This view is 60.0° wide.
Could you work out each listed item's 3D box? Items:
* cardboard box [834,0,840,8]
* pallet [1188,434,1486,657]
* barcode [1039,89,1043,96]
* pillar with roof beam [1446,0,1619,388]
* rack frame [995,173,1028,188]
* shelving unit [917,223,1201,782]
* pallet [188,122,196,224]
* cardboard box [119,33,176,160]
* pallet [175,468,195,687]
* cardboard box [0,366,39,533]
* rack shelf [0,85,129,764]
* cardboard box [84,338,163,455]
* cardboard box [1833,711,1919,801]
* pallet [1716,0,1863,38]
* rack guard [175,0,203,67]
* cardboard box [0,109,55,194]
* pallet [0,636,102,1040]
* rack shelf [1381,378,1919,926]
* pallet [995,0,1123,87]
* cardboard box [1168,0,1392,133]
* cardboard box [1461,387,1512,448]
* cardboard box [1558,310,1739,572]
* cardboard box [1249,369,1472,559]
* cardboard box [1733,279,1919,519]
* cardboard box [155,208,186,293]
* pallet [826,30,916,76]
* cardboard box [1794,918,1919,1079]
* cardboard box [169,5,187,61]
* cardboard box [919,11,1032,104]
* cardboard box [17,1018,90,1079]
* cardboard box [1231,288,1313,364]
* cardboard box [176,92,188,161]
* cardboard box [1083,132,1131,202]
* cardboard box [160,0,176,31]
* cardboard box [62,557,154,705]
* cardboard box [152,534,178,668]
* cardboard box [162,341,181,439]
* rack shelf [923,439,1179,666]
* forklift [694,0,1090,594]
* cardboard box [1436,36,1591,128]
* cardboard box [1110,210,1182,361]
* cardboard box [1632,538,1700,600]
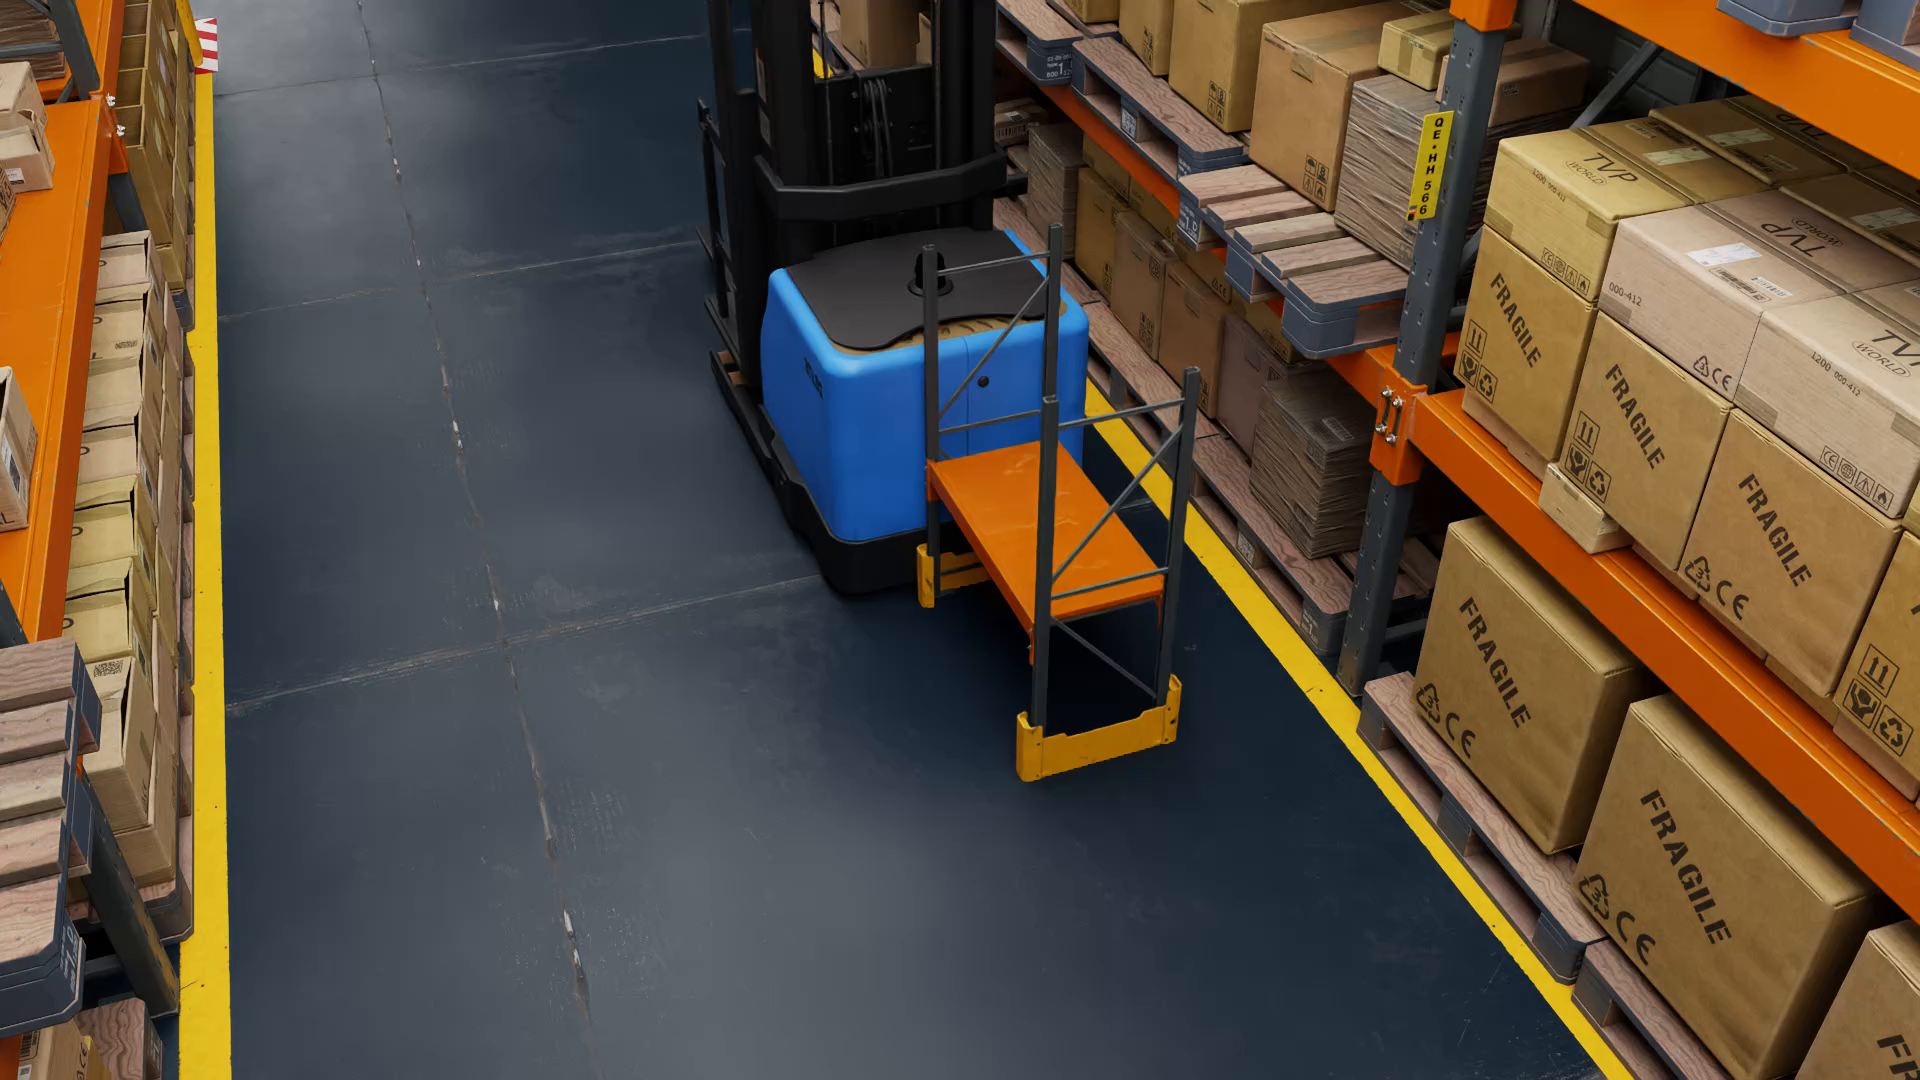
[{"bbox_3d":[-0.542,-3.650,10.972,0.500,0.311,0.500,-9,38,-12],"label":"cardboard box"},{"bbox_3d":[1.594,-0.088,6.692,1.003,0.211,1.213,-12,39,-16],"label":"pallet"},{"bbox_3d":[0.474,-2.628,9.690,0.001,0.075,0.075,-12,39,-16],"label":"barcode"},{"bbox_3d":[-1.816,-3.179,3.491,9.100,9.000,0.400,-12,39,-16],"label":"pillar with roof beam"},{"bbox_3d":[0.485,-3.020,8.266,1.000,3.000,0.127,-12,39,-16],"label":"rack frame"},{"bbox_3d":[0.297,-0.137,5.685,0.587,1.500,1.083,-13,39,-17],"label":"shelving unit"},{"bbox_3d":[-4.823,-2.027,9.265,1.003,0.211,1.213,-12,39,-16],"label":"pallet"},{"bbox_3d":[-4.375,-2.253,8.561,0.500,0.500,0.500,-12,39,-16],"label":"cardboard box"},{"bbox_3d":[-3.452,0.220,6.283,1.003,0.211,1.213,-12,39,-16],"label":"pallet"},{"bbox_3d":[-2.915,-0.242,4.653,0.500,0.311,0.500,-13,39,-16],"label":"cardboard box"},{"bbox_3d":[-3.477,-0.575,5.618,1.077,0.370,4.000,-12,39,-16],"label":"rack shelf"},{"bbox_3d":[-3.402,-0.541,6.446,0.500,0.311,0.500,-13,39,-16],"label":"cardboard box"},{"bbox_3d":[2.295,0.430,3.878,0.380,0.149,0.250,-12,39,-16],"label":"cardboard box"},{"bbox_3d":[2.132,-1.530,3.953,1.213,0.211,1.003,-11,38,-14],"label":"pallet"},{"bbox_3d":[-5.550,-3.267,10.672,1.175,0.500,0.348,-12,39,-16],"label":"rack guard"},{"bbox_3d":[-3.690,-1.480,6.333,0.396,0.266,0.258,-13,39,-17],"label":"cardboard box"},{"bbox_3d":[-2.490,0.712,3.471,1.213,0.211,1.003,-12,39,-16],"label":"pallet"},{"bbox_3d":[2.549,0.657,3.983,1.077,0.370,4.000,-12,39,-16],"label":"rack shelf"},{"bbox_3d":[0.611,-2.482,7.711,1.003,0.211,1.213,-12,39,-16],"label":"pallet"},{"bbox_3d":[1.240,-1.939,6.382,0.700,0.500,0.500,-12,39,-16],"label":"cardboard box"},{"bbox_3d":[1.757,-0.434,5.025,0.380,0.149,0.250,-13,39,-17],"label":"cardboard box"},{"bbox_3d":[1.959,-0.302,4.311,0.500,0.500,0.500,-11,38,-14],"label":"cardboard box"},{"bbox_3d":[1.564,-0.334,6.412,0.700,0.500,0.500,-12,39,-15],"label":"cardboard box"},{"bbox_3d":[2.137,-0.332,3.727,0.500,0.250,0.500,-12,39,-16],"label":"cardboard box"},{"bbox_3d":[-4.040,-1.387,8.034,0.500,0.250,0.500,-12,39,-16],"label":"cardboard box"},{"bbox_3d":[-0.203,-2.969,10.516,1.003,0.211,1.213,-12,39,-16],"label":"pallet"},{"bbox_3d":[2.583,1.348,3.905,0.750,0.750,0.750,-11,38,-15],"label":"cardboard box"},{"bbox_3d":[-5.080,-3.080,10.282,0.500,0.250,0.500,-12,39,-16],"label":"cardboard box"},{"bbox_3d":[0.090,-2.775,9.653,0.500,0.500,0.500,-15,40,-19],"label":"cardboard box"},{"bbox_3d":[-2.223,1.301,3.618,0.500,0.250,0.500,-11,38,-14],"label":"cardboard box"},{"bbox_3d":[1.427,-0.968,6.631,0.500,0.250,0.500,-12,39,-15],"label":"cardboard box"},{"bbox_3d":[-4.552,-2.235,9.160,0.500,0.250,0.500,-12,39,-16],"label":"cardboard box"},{"bbox_3d":[0.908,-1.836,7.784,0.500,0.250,0.500,-13,39,-17],"label":"cardboard box"},{"bbox_3d":[-5.078,-3.380,10.057,0.500,0.500,0.500,-12,39,-16],"label":"cardboard box"},{"bbox_3d":[-2.882,0.322,5.299,0.500,0.311,0.500,-13,39,-17],"label":"cardboard box"},{"bbox_3d":[-3.052,0.265,5.841,0.500,0.250,0.500,-13,39,-17],"label":"cardboard box"},{"bbox_3d":[-3.578,-0.601,6.992,0.500,0.250,0.500,-13,39,-17],"label":"cardboard box"},{"bbox_3d":[0.294,0.001,5.800,0.538,0.185,1.000,-13,39,-17],"label":"rack shelf"},{"bbox_3d":[-0.507,-1.852,6.773,1.130,2.935,3.031,-13,39,-17],"label":"forklift"},{"bbox_3d":[1.714,-1.424,5.159,0.380,0.149,0.250,-18,40,-22],"label":"cardboard box"},{"bbox_3d":[1.116,-1.207,7.571,0.700,0.500,0.500,-12,39,-15],"label":"cardboard box"},{"bbox_3d":[2.050,-0.006,4.457,0.380,0.149,0.250,-13,39,-16],"label":"cardboard box"}]
